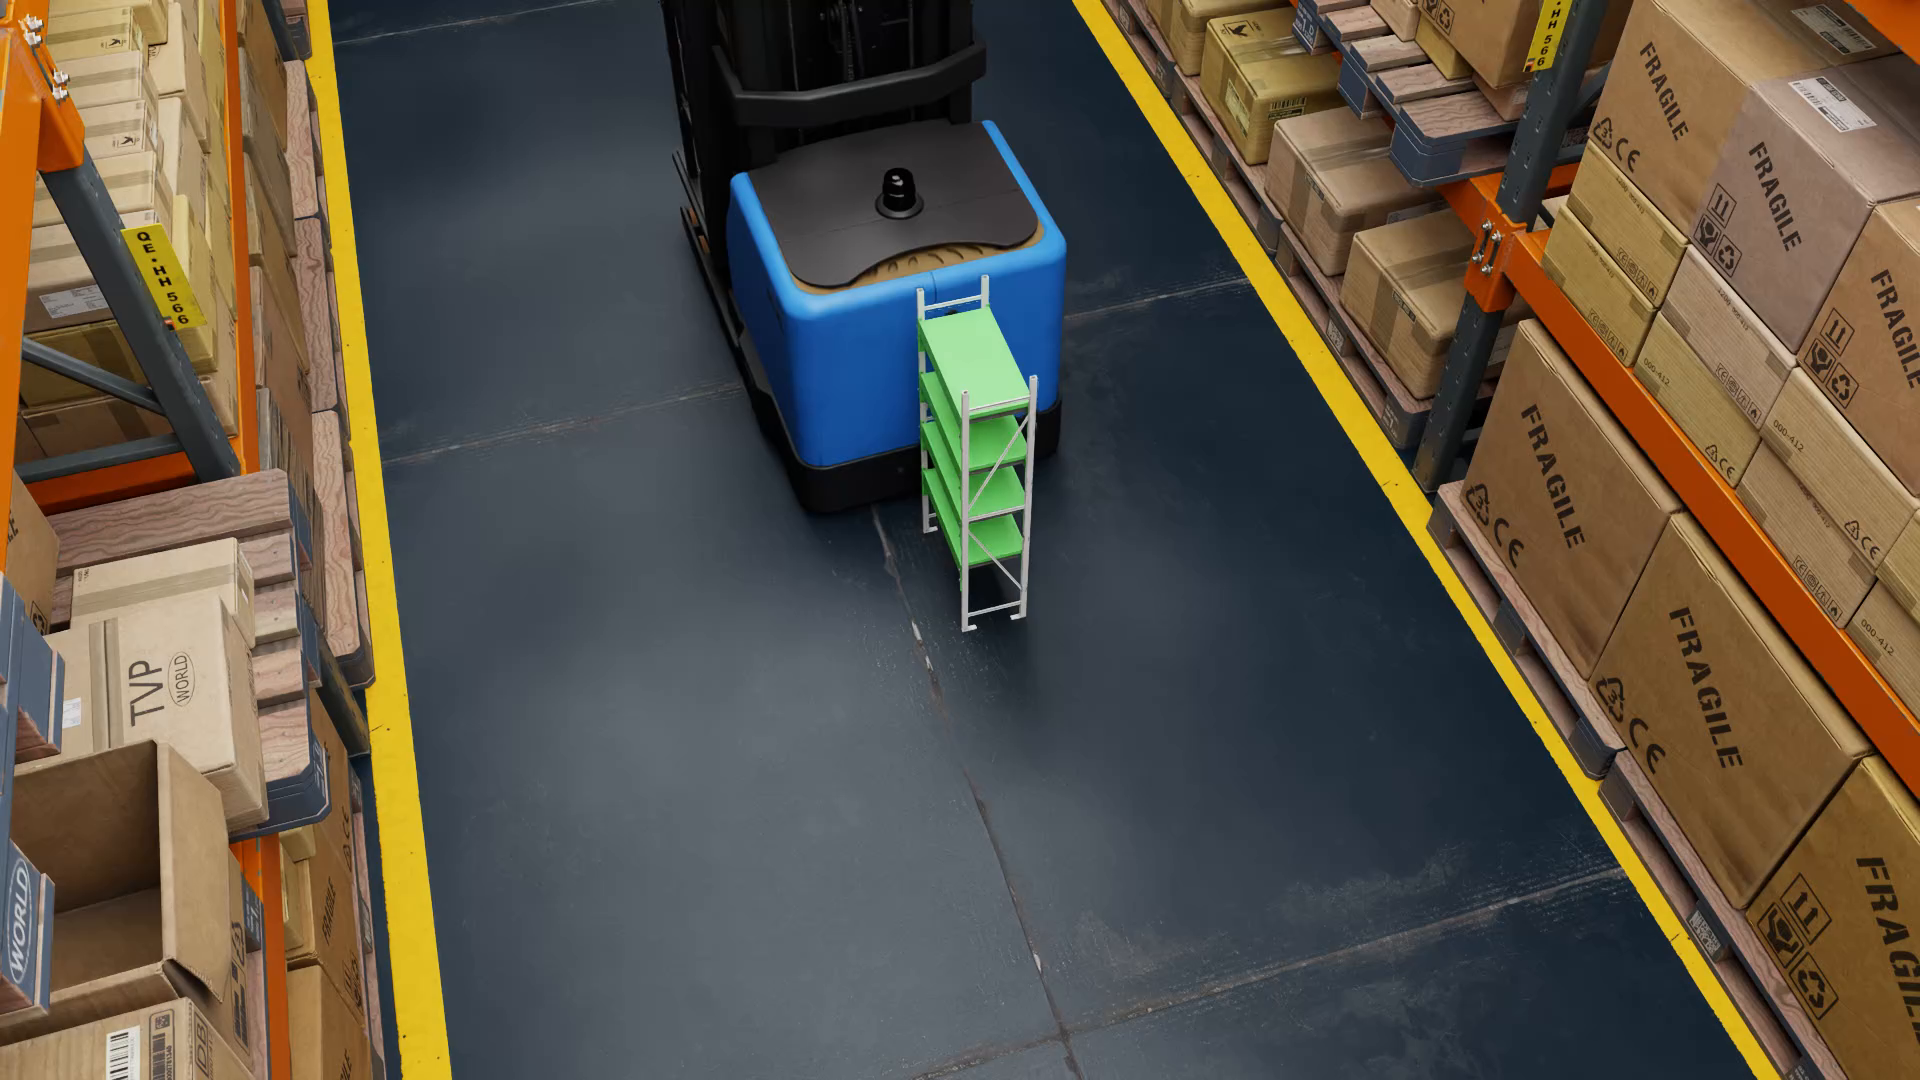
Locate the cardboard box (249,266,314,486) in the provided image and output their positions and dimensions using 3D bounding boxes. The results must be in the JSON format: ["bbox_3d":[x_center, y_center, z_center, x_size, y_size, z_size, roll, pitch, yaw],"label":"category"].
[{"bbox_3d":[-2.864,-0.475,5.967,0.875,0.625,0.625,-12,51,-10],"label":"cardboard box"}]

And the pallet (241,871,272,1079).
[{"bbox_3d":[-1.912,1.310,3.309,1.003,0.211,1.213,-13,51,-11],"label":"pallet"}]

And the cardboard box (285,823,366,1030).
[{"bbox_3d":[-2.024,1.127,4.698,0.500,0.500,0.500,-14,51,-12],"label":"cardboard box"}]

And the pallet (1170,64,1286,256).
[{"bbox_3d":[1.662,-1.858,7.678,1.003,0.211,1.213,-13,51,-11],"label":"pallet"}]

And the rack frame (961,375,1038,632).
[{"bbox_3d":[0.121,-0.088,5.539,0.240,1.200,0.015,-13,51,-11],"label":"rack frame"}]

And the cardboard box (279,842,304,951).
[{"bbox_3d":[-1.958,0.988,4.391,0.380,0.149,0.250,-15,51,-12],"label":"cardboard box"}]

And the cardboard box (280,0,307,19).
[{"bbox_3d":[-3.502,-2.770,8.147,0.500,0.250,0.500,-13,51,-11],"label":"cardboard box"}]

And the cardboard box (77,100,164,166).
[{"bbox_3d":[-2.486,-1.088,4.716,0.380,0.149,0.250,-12,51,-10],"label":"cardboard box"}]

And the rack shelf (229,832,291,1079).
[{"bbox_3d":[-1.901,1.521,3.476,1.077,0.370,4.000,-13,51,-11],"label":"rack shelf"}]

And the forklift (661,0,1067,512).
[{"bbox_3d":[-0.583,-2.204,6.191,1.130,2.935,3.031,-15,52,-12],"label":"forklift"}]

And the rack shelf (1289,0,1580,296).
[{"bbox_3d":[1.657,-2.525,6.887,1.077,0.370,4.000,-13,51,-11],"label":"rack shelf"}]

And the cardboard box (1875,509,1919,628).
[{"bbox_3d":[2.587,0.135,3.946,0.500,0.250,0.500,-13,51,-10],"label":"cardboard box"}]

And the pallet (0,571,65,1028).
[{"bbox_3d":[-1.745,0.595,1.947,1.213,0.211,1.003,-13,51,-11],"label":"pallet"}]

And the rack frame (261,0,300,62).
[{"bbox_3d":[-3.675,-3.093,6.895,1.000,3.000,0.127,-13,51,-11],"label":"rack frame"}]

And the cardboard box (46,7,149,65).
[{"bbox_3d":[-2.678,-1.453,5.024,0.380,0.149,0.250,-13,51,-11],"label":"cardboard box"}]

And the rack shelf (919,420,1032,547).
[{"bbox_3d":[0.049,-0.225,5.738,0.258,0.148,0.480,-13,51,-11],"label":"rack shelf"}]

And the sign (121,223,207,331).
[{"bbox_3d":[-1.976,-0.648,4.129,0.100,0.325,0.005,-13,51,-11],"label":"sign"}]

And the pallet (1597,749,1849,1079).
[{"bbox_3d":[2.767,1.085,5.197,1.003,0.211,1.213,-13,51,-11],"label":"pallet"}]

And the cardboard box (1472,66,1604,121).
[{"bbox_3d":[1.927,-1.537,5.473,0.380,0.149,0.250,-12,51,-10],"label":"cardboard box"}]

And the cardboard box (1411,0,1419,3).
[{"bbox_3d":[1.685,-2.204,5.611,0.500,0.500,0.500,-14,51,-12],"label":"cardboard box"}]

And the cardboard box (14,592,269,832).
[{"bbox_3d":[-1.871,0.439,3.741,0.500,0.250,0.500,-15,52,-13],"label":"cardboard box"}]

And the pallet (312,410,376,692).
[{"bbox_3d":[-2.698,0.117,6.013,1.003,0.211,1.213,-13,51,-11],"label":"pallet"}]

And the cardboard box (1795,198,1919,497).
[{"bbox_3d":[2.455,-0.494,3.985,0.500,0.500,0.500,-12,51,-10],"label":"cardboard box"}]

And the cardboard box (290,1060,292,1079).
[{"bbox_3d":[-1.849,1.373,4.066,0.380,0.149,0.250,-14,51,-12],"label":"cardboard box"}]

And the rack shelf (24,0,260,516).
[{"bbox_3d":[-3.083,-1.400,5.939,1.077,0.370,4.000,-13,51,-11],"label":"rack shelf"}]

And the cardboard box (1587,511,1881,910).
[{"bbox_3d":[2.633,0.429,5.042,0.875,0.875,0.875,-13,51,-11],"label":"cardboard box"}]

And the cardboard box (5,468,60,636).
[{"bbox_3d":[-2.489,0.072,3.887,0.500,0.500,0.500,-11,51,-9],"label":"cardboard box"}]

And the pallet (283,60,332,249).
[{"bbox_3d":[-3.420,-1.665,7.515,1.003,0.211,1.213,-13,51,-11],"label":"pallet"}]

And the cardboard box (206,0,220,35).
[{"bbox_3d":[-3.004,-2.000,6.072,0.500,0.250,0.500,-13,51,-11],"label":"cardboard box"}]

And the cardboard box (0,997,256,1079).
[{"bbox_3d":[-1.624,1.227,2.913,0.700,0.500,0.500,-14,51,-11],"label":"cardboard box"}]

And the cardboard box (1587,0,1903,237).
[{"bbox_3d":[2.161,-1.235,4.610,0.500,0.500,0.500,-15,51,-12],"label":"cardboard box"}]

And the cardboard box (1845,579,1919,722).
[{"bbox_3d":[2.621,0.282,4.149,0.500,0.250,0.500,-13,51,-11],"label":"cardboard box"}]

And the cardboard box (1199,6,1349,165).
[{"bbox_3d":[1.646,-2.092,7.496,0.950,0.372,0.625,-12,51,-10],"label":"cardboard box"}]

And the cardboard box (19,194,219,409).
[{"bbox_3d":[-2.366,-0.669,4.623,0.500,0.250,0.500,-13,51,-11],"label":"cardboard box"}]

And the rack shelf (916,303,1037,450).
[{"bbox_3d":[0.049,-0.534,5.371,0.258,0.148,0.480,-13,51,-11],"label":"rack shelf"}]

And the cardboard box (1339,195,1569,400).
[{"bbox_3d":[2.091,-1.000,6.575,0.950,0.372,0.625,-16,52,-13],"label":"cardboard box"}]

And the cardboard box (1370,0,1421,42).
[{"bbox_3d":[1.661,-1.890,5.771,0.380,0.149,0.250,-14,51,-11],"label":"cardboard box"}]

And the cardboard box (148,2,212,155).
[{"bbox_3d":[-2.674,-1.416,5.253,0.500,0.250,0.500,-14,51,-12],"label":"cardboard box"}]

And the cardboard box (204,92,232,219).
[{"bbox_3d":[-2.693,-1.245,5.436,0.500,0.250,0.500,-15,51,-12],"label":"cardboard box"}]

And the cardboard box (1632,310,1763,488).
[{"bbox_3d":[2.322,-0.463,4.776,0.500,0.250,0.500,-15,51,-12],"label":"cardboard box"}]

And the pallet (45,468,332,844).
[{"bbox_3d":[-2.224,0.370,4.102,1.213,0.211,1.003,-13,51,-11],"label":"pallet"}]

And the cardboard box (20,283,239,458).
[{"bbox_3d":[-2.390,-0.502,4.810,0.500,0.250,0.500,-13,51,-11],"label":"cardboard box"}]

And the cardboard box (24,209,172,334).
[{"bbox_3d":[-2.305,-0.712,4.399,0.380,0.149,0.250,-12,51,-10],"label":"cardboard box"}]

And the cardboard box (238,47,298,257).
[{"bbox_3d":[-3.288,-1.516,6.844,0.875,0.625,0.625,-14,51,-11],"label":"cardboard box"}]

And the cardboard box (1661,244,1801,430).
[{"bbox_3d":[2.314,-0.605,4.570,0.500,0.250,0.500,-12,51,-10],"label":"cardboard box"}]

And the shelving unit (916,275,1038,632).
[{"bbox_3d":[0.049,-0.266,5.689,0.258,1.200,0.503,-13,51,-11],"label":"shelving unit"}]
